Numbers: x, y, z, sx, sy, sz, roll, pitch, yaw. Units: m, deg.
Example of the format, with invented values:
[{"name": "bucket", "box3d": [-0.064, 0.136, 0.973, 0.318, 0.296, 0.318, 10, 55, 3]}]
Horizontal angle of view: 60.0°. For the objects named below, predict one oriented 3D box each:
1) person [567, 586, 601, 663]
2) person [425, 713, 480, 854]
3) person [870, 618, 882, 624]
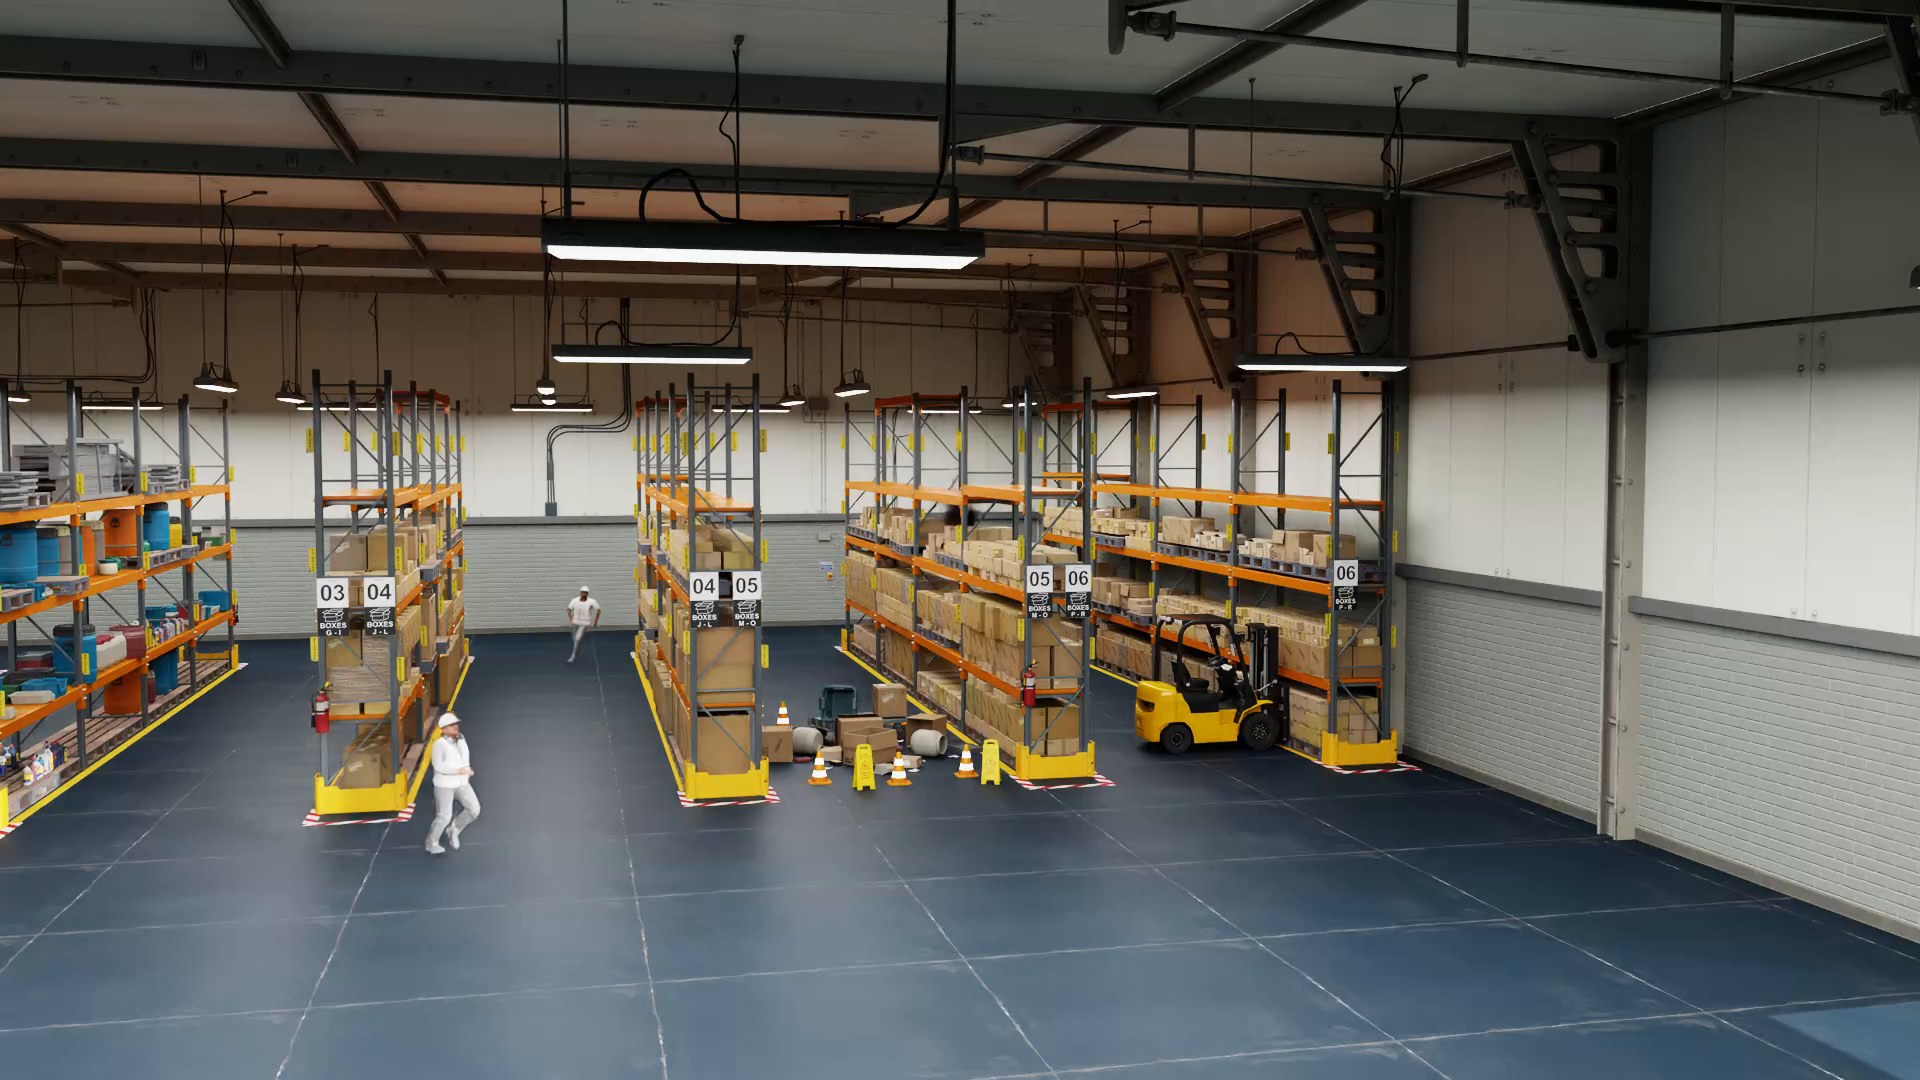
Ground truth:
[{"name": "person", "box3d": [-8.666, 1.920, 38.132, 0.762, 1.733, 0.910, 0, 3, 7]}, {"name": "person", "box3d": [-6.146, 2.951, 20.195, 0.791, 1.725, 0.673, 2, 4, 30]}, {"name": "person", "box3d": [-1.983, 1.795, 41.884, 0.756, 1.625, 0.771, 0, 3, 3]}]
